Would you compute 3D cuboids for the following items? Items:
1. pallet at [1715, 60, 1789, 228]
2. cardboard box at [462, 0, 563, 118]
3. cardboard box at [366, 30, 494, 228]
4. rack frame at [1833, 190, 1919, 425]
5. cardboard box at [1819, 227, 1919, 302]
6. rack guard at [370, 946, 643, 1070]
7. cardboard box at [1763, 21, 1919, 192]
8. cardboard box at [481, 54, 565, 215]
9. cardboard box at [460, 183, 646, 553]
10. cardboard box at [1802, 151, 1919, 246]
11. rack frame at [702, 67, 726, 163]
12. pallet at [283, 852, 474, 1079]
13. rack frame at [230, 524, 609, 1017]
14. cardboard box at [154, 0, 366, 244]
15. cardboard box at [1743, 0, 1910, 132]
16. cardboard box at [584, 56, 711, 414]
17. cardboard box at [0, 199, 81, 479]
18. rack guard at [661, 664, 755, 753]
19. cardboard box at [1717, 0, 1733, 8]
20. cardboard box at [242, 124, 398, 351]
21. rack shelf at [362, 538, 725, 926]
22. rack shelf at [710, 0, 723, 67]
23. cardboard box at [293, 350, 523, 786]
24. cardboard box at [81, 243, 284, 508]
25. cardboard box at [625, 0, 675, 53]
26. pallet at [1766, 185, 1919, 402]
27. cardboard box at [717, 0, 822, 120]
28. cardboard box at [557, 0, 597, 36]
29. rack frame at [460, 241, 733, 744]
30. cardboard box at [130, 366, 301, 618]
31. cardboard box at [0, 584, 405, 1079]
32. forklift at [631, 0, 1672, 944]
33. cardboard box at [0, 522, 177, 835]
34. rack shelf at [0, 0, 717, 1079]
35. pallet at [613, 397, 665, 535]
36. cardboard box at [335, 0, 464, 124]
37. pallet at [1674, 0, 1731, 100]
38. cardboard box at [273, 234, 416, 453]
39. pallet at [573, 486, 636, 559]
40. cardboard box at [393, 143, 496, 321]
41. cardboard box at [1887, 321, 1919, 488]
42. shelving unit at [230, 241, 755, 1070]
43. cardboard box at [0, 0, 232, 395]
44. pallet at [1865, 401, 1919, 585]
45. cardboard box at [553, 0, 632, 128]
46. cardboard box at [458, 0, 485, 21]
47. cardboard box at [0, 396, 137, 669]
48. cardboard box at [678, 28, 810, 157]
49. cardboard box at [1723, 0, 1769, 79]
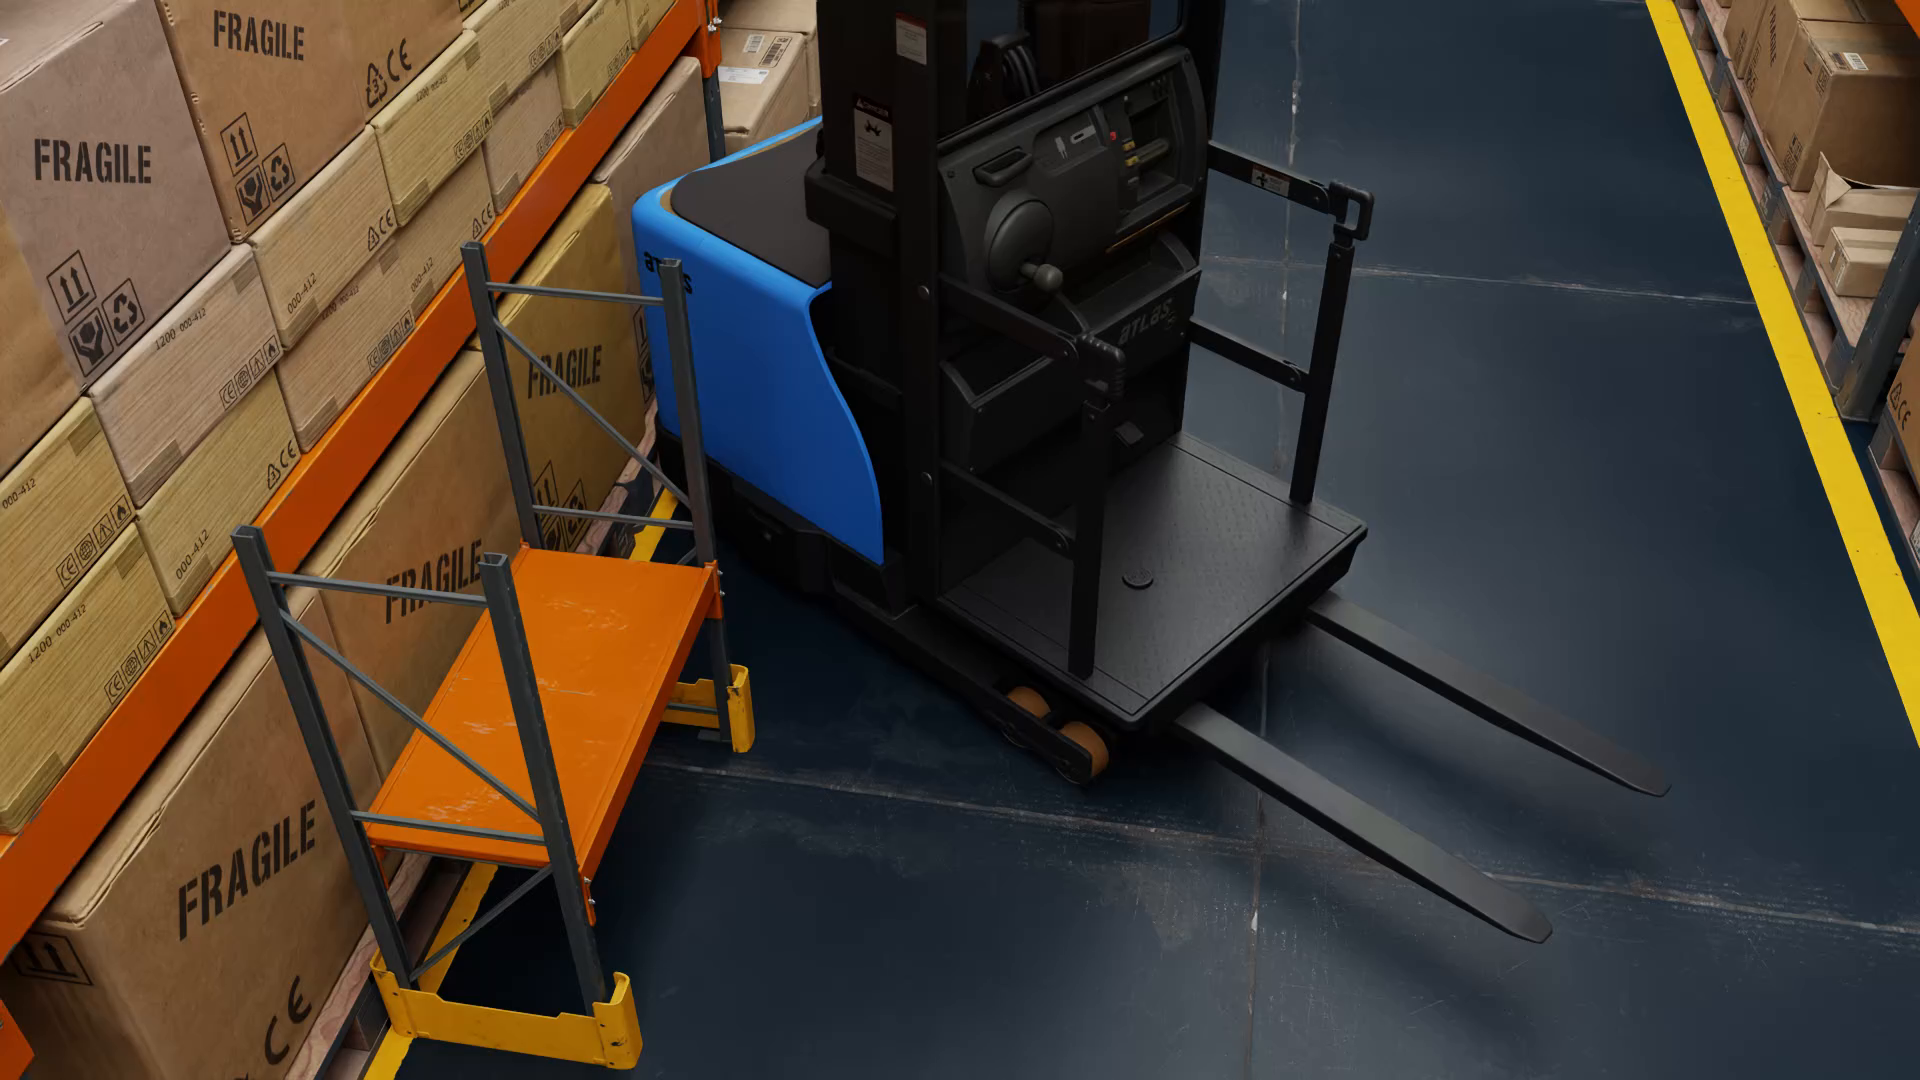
[{"bbox_3d":[3.876,-1.673,7.109,1.003,0.211,1.213,6,40,8],"label":"pallet"},{"bbox_3d":[-1.342,-1.285,4.176,0.500,0.250,0.500,7,40,9],"label":"cardboard box"},{"bbox_3d":[-1.414,-0.962,3.785,0.500,0.250,0.500,7,40,8],"label":"cardboard box"},{"bbox_3d":[3.547,-1.549,4.770,1.000,3.000,0.127,6,40,8],"label":"rack frame"},{"bbox_3d":[3.354,-0.995,6.007,0.380,0.149,0.250,5,40,6],"label":"cardboard box"},{"bbox_3d":[-1.025,1.056,3.777,0.587,0.250,0.087,6,40,7],"label":"rack guard"},{"bbox_3d":[3.674,-1.701,6.586,0.700,0.500,0.500,5,40,6],"label":"cardboard box"},{"bbox_3d":[-1.367,-1.093,4.336,0.500,0.250,0.500,5,40,6],"label":"cardboard box"},{"bbox_3d":[-1.519,-0.472,4.804,0.875,0.875,0.875,7,40,9],"label":"cardboard box"},{"bbox_3d":[3.416,-1.264,6.240,0.396,0.266,0.258,8,40,9],"label":"cardboard box"},{"bbox_3d":[-1.342,-2.094,5.429,1.000,3.000,0.127,6,40,8],"label":"rack frame"},{"bbox_3d":[-1.824,1.004,3.870,1.003,0.211,1.213,6,40,8],"label":"pallet"},{"bbox_3d":[-1.028,0.586,3.364,0.500,1.500,0.032,6,40,7],"label":"rack frame"},{"bbox_3d":[-1.527,-0.926,3.153,0.500,0.500,0.500,7,40,9],"label":"cardboard box"},{"bbox_3d":[3.664,-2.032,6.986,0.500,0.500,0.500,7,40,8],"label":"cardboard box"},{"bbox_3d":[-1.371,-1.039,5.491,0.875,0.875,0.875,8,40,9],"label":"cardboard box"},{"bbox_3d":[-1.708,-0.290,2.384,0.500,0.500,0.500,5,40,6],"label":"cardboard box"},{"bbox_3d":[-0.859,0.430,4.534,0.587,0.250,0.087,6,40,7],"label":"rack guard"},{"bbox_3d":[4.040,-2.886,8.016,0.797,0.503,0.637,5,40,6],"label":"cardboard box"},{"bbox_3d":[-1.515,-0.645,3.402,0.500,0.250,0.500,6,40,8],"label":"cardboard box"},{"bbox_3d":[-0.943,0.406,3.865,0.538,0.185,1.000,6,40,7],"label":"rack shelf"},{"bbox_3d":[-0.996,-3.072,7.176,1.077,0.370,4.000,6,40,8],"label":"rack shelf"},{"bbox_3d":[-1.675,0.089,4.126,0.875,0.875,0.875,7,40,8],"label":"cardboard box"},{"bbox_3d":[-1.613,-0.334,3.025,0.500,0.250,0.500,7,40,9],"label":"cardboard box"},{"bbox_3d":[-1.172,-1.727,5.103,0.500,0.250,0.500,5,40,7],"label":"cardboard box"},{"bbox_3d":[3.667,-0.905,6.180,1.003,0.211,1.213,6,40,8],"label":"pallet"},{"bbox_3d":[-0.974,-2.213,7.254,0.875,0.438,0.875,5,40,6],"label":"cardboard box"},{"bbox_3d":[-1.258,-1.611,4.570,0.500,0.250,0.500,7,40,9],"label":"cardboard box"},{"bbox_3d":[-0.858,-0.052,4.136,0.500,1.500,0.032,6,40,7],"label":"rack frame"},{"bbox_3d":[-1.630,-0.130,3.171,0.500,0.250,0.500,5,40,6],"label":"cardboard box"},{"bbox_3d":[-1.833,0.649,3.449,0.875,0.875,0.875,6,40,7],"label":"cardboard box"},{"bbox_3d":[0.455,-0.855,3.984,3.031,2.935,1.130,31,49,32],"label":"forklift"},{"bbox_3d":[-1.702,0.194,2.779,0.500,0.250,0.500,6,40,7],"label":"cardboard box"},{"bbox_3d":[-1.688,-0.562,4.140,1.077,0.370,4.000,6,40,8],"label":"rack shelf"},{"bbox_3d":[-1.402,-0.527,5.722,1.003,0.211,1.213,6,40,8],"label":"pallet"},{"bbox_3d":[-1.436,-1.242,3.535,0.500,0.500,0.500,7,40,8],"label":"cardboard box"},{"bbox_3d":[4.089,-2.437,8.032,1.003,0.211,1.213,6,40,8],"label":"pallet"},{"bbox_3d":[-1.534,-0.458,3.568,0.500,0.250,0.500,8,40,9],"label":"cardboard box"},{"bbox_3d":[-1.610,0.241,4.793,1.003,0.211,1.213,6,40,8],"label":"pallet"},{"bbox_3d":[-1.452,-0.769,3.943,0.500,0.250,0.500,6,40,8],"label":"cardboard box"},{"bbox_3d":[3.242,-0.469,5.095,0.500,0.500,0.500,8,40,10],"label":"cardboard box"},{"bbox_3d":[-0.942,0.261,3.757,0.587,1.500,1.083,6,40,7],"label":"shelving unit"},{"bbox_3d":[-1.632,-0.603,2.762,0.500,0.500,0.500,7,40,8],"label":"cardboard box"},{"bbox_3d":[3.444,0.040,5.036,1.003,0.211,1.213,6,40,8],"label":"pallet"},{"bbox_3d":[-1.261,-1.408,4.716,0.500,0.250,0.500,6,40,7],"label":"cardboard box"},{"bbox_3d":[-1.362,-1.569,3.930,0.500,0.500,0.500,8,40,9],"label":"cardboard box"},{"bbox_3d":[-1.703,-0.010,2.633,0.500,0.250,0.500,6,40,7],"label":"cardboard box"},{"bbox_3d":[-1.128,-1.651,6.574,0.875,0.438,0.875,6,40,7],"label":"cardboard box"},{"bbox_3d":[3.854,-2.353,7.374,0.700,0.500,0.500,8,40,9],"label":"cardboard box"}]
